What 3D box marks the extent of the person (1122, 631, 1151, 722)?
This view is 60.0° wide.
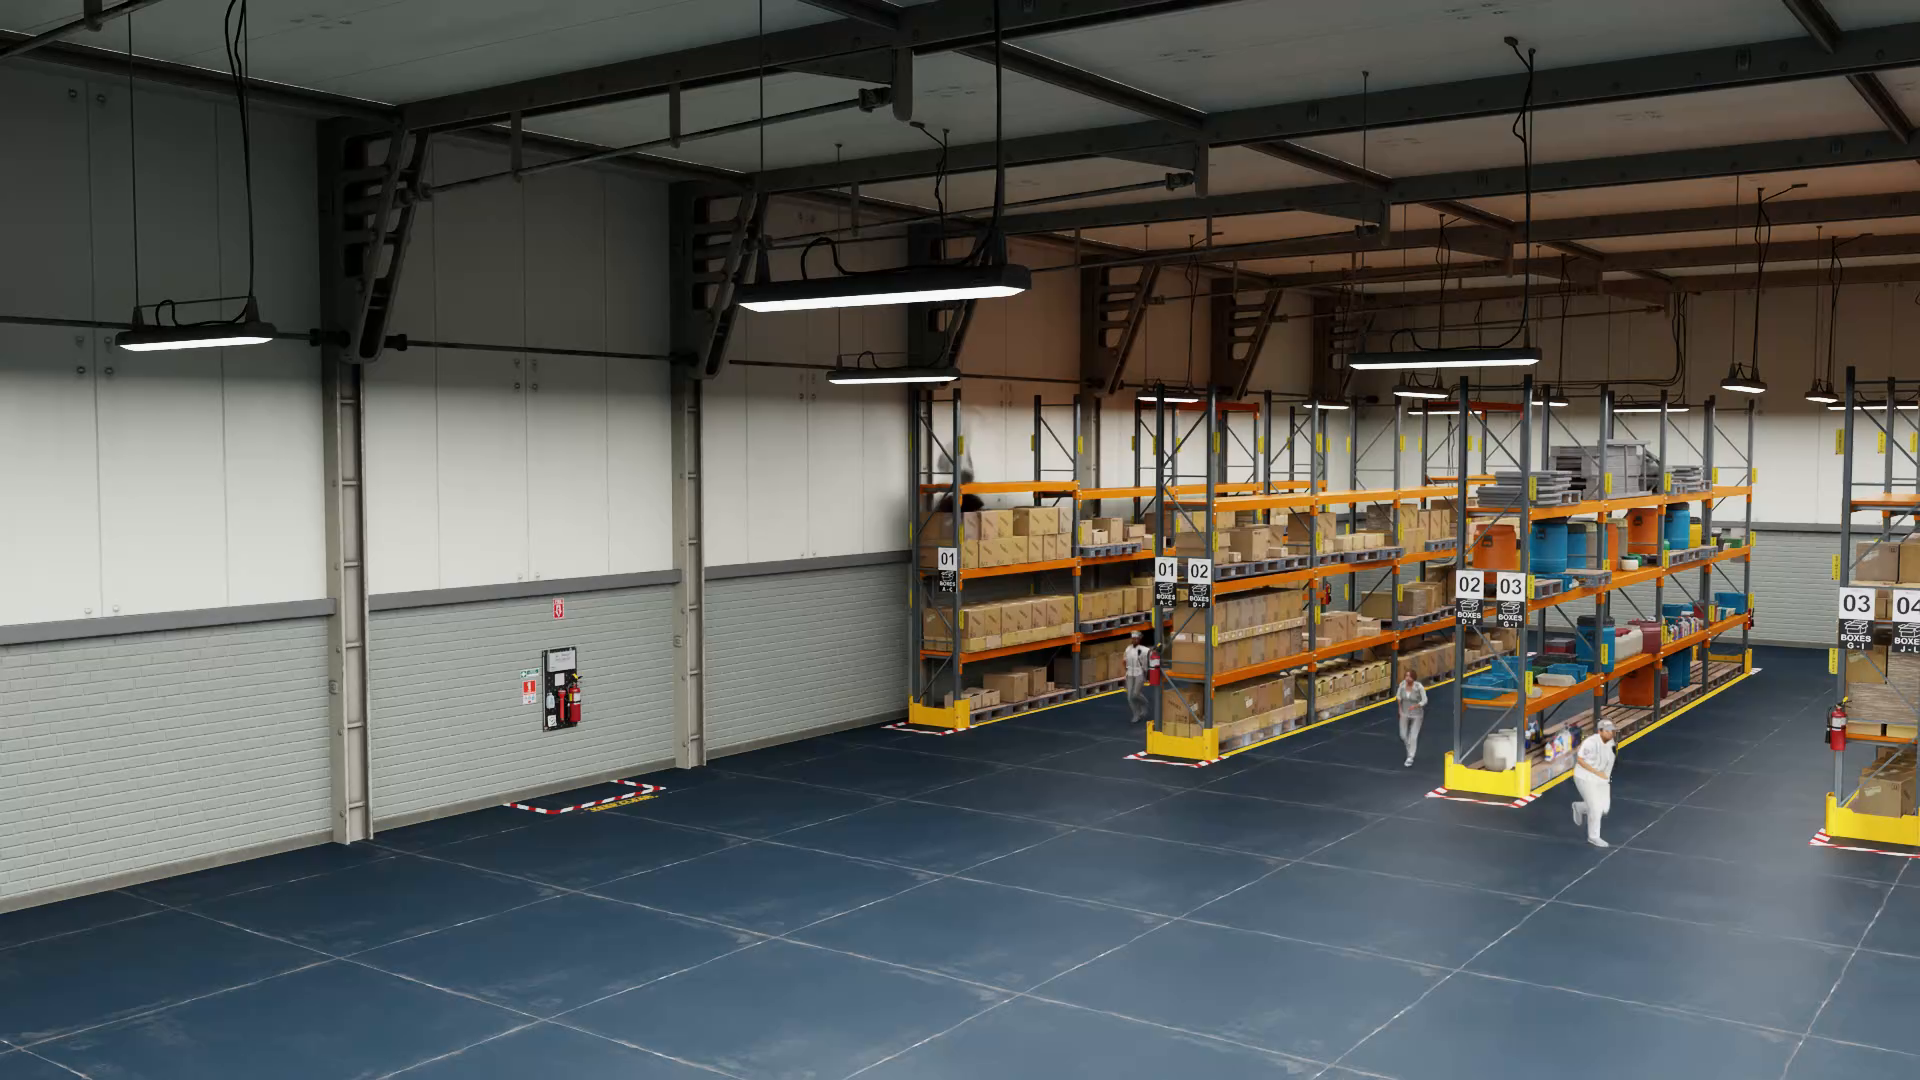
[{"bbox_3d":[3.168,2.465,30.068,0.570,1.661,0.529,2,4,30],"label":"person"}]

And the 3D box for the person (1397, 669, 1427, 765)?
[{"bbox_3d":[7.007,2.756,25.853,0.511,1.544,0.585,2,4,27],"label":"person"}]

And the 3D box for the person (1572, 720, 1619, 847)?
[{"bbox_3d":[7.948,3.027,20.903,0.572,1.610,0.758,-1,3,-21],"label":"person"}]
